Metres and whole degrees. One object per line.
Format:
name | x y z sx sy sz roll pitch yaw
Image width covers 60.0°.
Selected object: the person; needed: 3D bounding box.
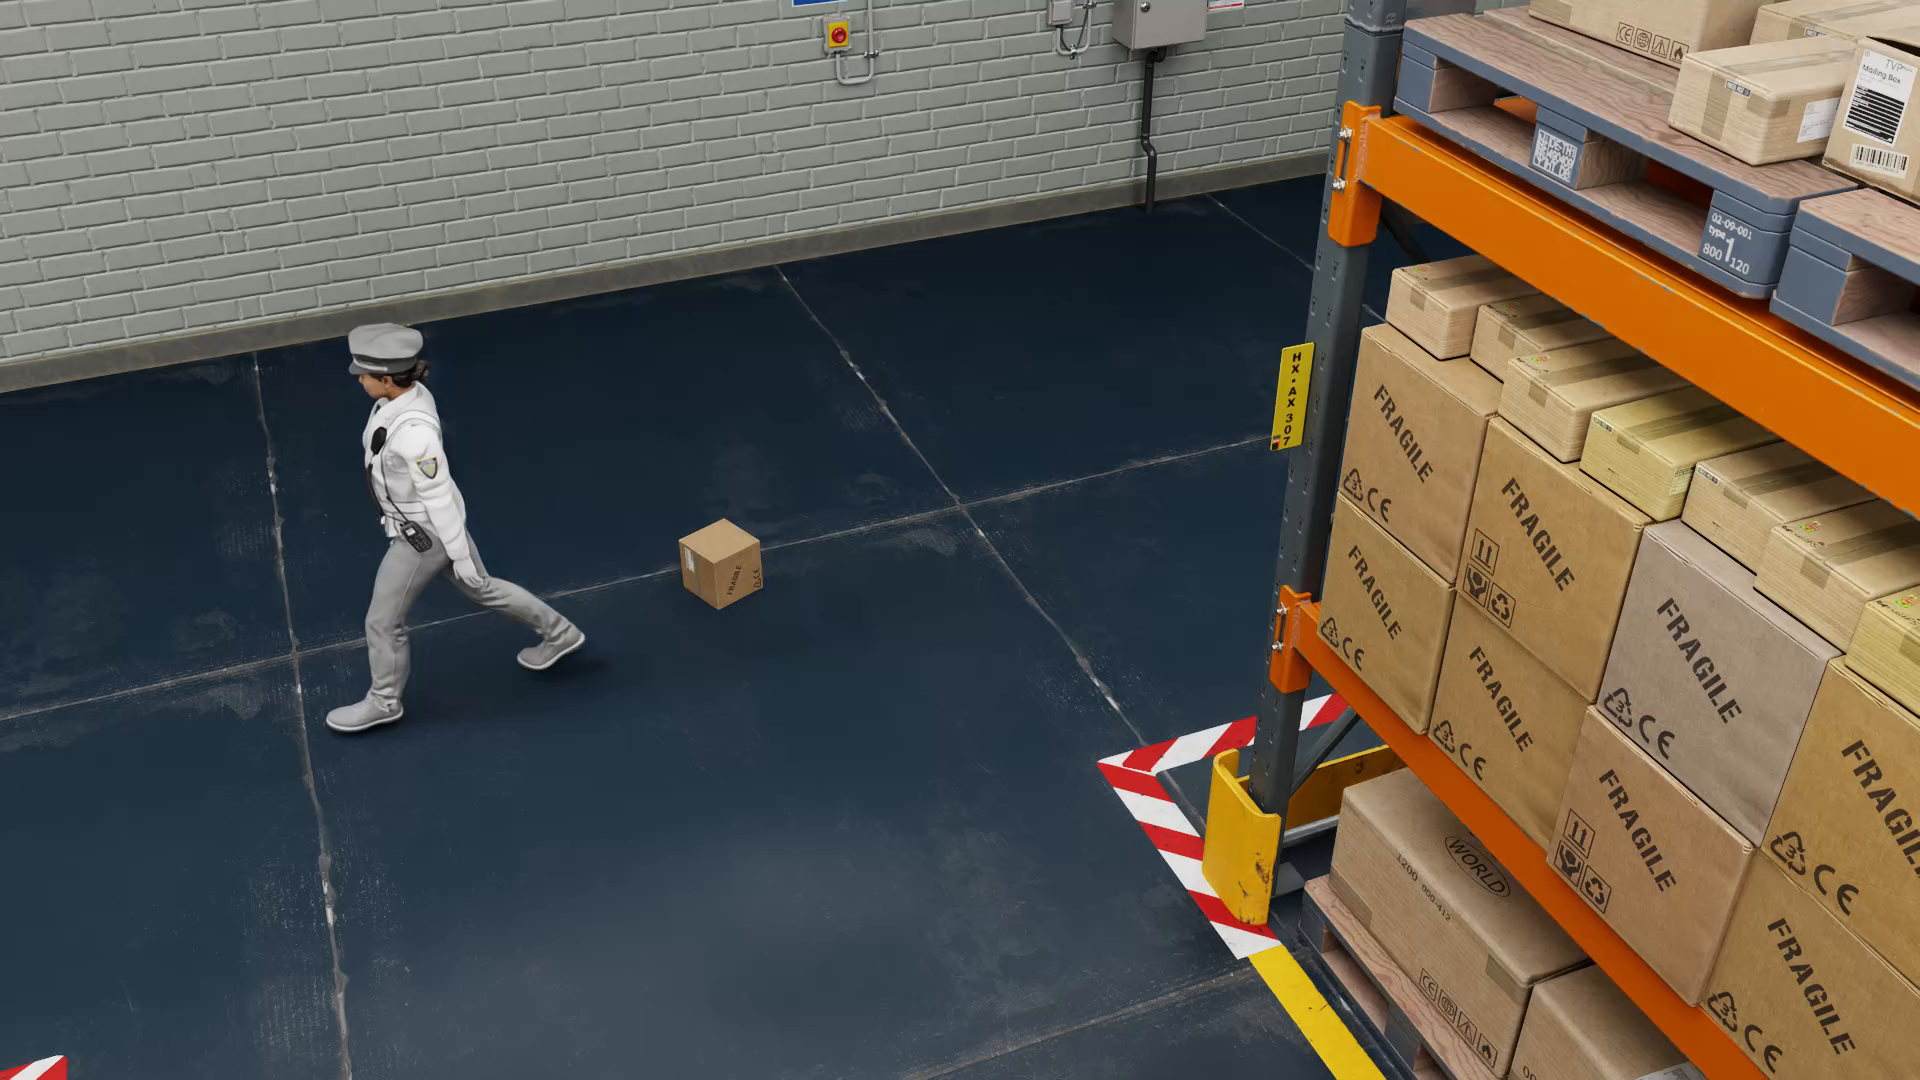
person | -2.000 -0.064 6.235 1.016 1.617 0.526 -9 35 -13
